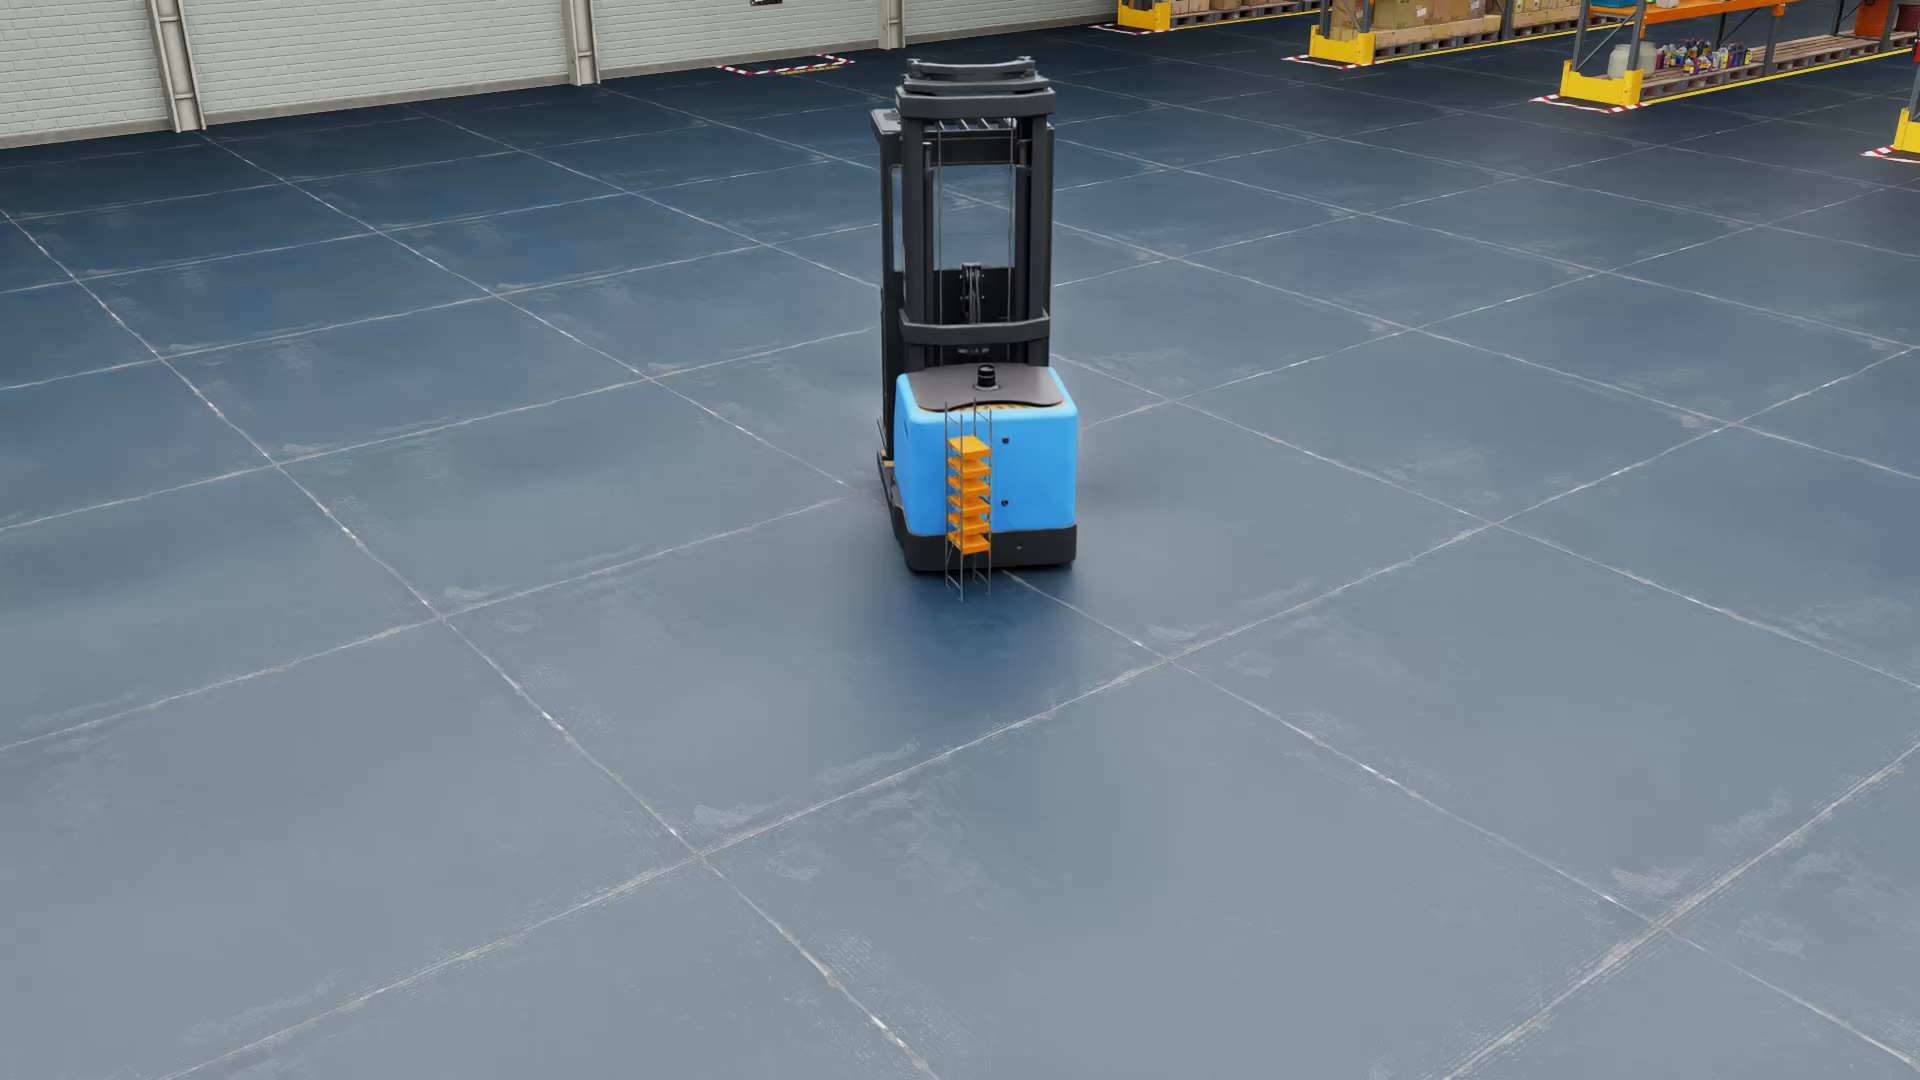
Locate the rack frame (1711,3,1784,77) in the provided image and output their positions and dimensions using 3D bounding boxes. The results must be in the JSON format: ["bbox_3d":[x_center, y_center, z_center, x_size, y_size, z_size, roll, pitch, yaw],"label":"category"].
[{"bbox_3d":[12.740,-9.008,26.596,0.127,3.000,1.000,-18,31,-34],"label":"rack frame"}]

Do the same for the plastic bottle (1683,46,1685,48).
[{"bbox_3d":[11.607,-7.798,26.707,0.097,0.271,0.097,0,25,0],"label":"plastic bottle"}]

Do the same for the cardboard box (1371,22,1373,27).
[{"bbox_3d":[7.164,-8.925,29.185,0.500,0.250,0.500,-18,31,-34],"label":"cardboard box"}]

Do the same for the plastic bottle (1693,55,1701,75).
[{"bbox_3d":[11.400,-7.357,25.742,0.133,0.283,0.061,-18,30,-33],"label":"plastic bottle"}]

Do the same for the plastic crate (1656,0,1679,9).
[{"bbox_3d":[10.495,-7.975,24.684,0.250,0.136,0.298,-18,31,-34],"label":"plastic crate"}]

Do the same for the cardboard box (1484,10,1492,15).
[{"bbox_3d":[9.834,-9.797,31.063,0.500,0.250,0.500,-19,31,-35],"label":"cardboard box"}]

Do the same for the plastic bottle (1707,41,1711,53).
[{"bbox_3d":[12.218,-8.032,27.212,0.097,0.271,0.097,0,25,0],"label":"plastic bottle"}]

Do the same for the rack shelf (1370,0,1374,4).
[{"bbox_3d":[8.112,-9.804,29.166,4.000,0.370,1.077,-18,31,-34],"label":"rack shelf"}]

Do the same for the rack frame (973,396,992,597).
[{"bbox_3d":[0.131,-0.247,9.857,0.006,1.200,0.240,-11,27,-22],"label":"rack frame"}]

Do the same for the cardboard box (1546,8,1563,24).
[{"bbox_3d":[10.965,-9.883,31.250,0.500,0.250,0.500,-19,31,-36],"label":"cardboard box"}]

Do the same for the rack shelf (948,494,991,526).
[{"bbox_3d":[0.047,-0.191,9.842,0.180,0.103,0.258,-11,27,-22],"label":"rack shelf"}]

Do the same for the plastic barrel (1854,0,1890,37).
[{"bbox_3d":[16.262,-9.386,29.489,0.708,0.830,0.600,-18,31,-34],"label":"plastic barrel"}]

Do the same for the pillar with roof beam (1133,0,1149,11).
[{"bbox_3d":[6.152,-13.014,28.102,0.400,9.000,9.100,-18,31,-34],"label":"pillar with roof beam"}]

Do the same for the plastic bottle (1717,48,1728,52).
[{"bbox_3d":[12.149,-7.702,26.495,0.135,0.276,0.152,-18,31,-34],"label":"plastic bottle"}]

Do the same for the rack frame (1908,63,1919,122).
[{"bbox_3d":[12.648,-6.328,20.822,0.127,3.000,1.000,-18,31,-34],"label":"rack frame"}]

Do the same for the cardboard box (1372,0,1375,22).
[{"bbox_3d":[7.555,-9.397,29.310,0.500,0.500,0.500,-18,31,-34],"label":"cardboard box"}]

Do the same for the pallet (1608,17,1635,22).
[{"bbox_3d":[13.445,-10.605,33.351,1.213,0.211,1.003,-18,31,-34],"label":"pallet"}]

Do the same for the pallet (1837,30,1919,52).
[{"bbox_3d":[16.482,-9.001,29.893,1.213,0.211,1.003,-18,31,-34],"label":"pallet"}]

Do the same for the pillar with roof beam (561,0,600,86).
[{"bbox_3d":[-3.291,-9.897,21.386,0.400,9.000,9.100,-18,31,-34],"label":"pillar with roof beam"}]

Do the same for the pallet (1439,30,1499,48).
[{"bbox_3d":[9.034,-9.192,30.306,1.213,0.211,1.003,-18,31,-34],"label":"pallet"}]

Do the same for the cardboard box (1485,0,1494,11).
[{"bbox_3d":[9.828,-10.048,30.937,0.500,0.311,0.500,-18,31,-34],"label":"cardboard box"}]

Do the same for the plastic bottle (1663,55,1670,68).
[{"bbox_3d":[11.183,-7.577,26.315,0.097,0.201,0.097,0,25,0],"label":"plastic bottle"}]

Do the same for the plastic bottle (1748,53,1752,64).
[{"bbox_3d":[12.647,-7.741,26.667,0.097,0.201,0.097,0,25,0],"label":"plastic bottle"}]

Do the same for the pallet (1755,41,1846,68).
[{"bbox_3d":[14.294,-8.278,28.337,1.213,0.211,1.003,-18,31,-34],"label":"pallet"}]

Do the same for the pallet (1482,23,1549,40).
[{"bbox_3d":[10.242,-9.589,31.161,1.213,0.211,1.003,-18,31,-34],"label":"pallet"}]

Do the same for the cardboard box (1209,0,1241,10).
[{"bbox_3d":[5.136,-10.788,32.879,0.500,0.500,0.700,-21,32,-37],"label":"cardboard box"}]

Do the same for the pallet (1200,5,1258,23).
[{"bbox_3d":[5.159,-10.520,33.167,1.213,0.211,1.003,-18,31,-34],"label":"pallet"}]

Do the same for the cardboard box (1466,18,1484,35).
[{"bbox_3d":[9.057,-9.273,29.936,0.500,0.250,0.500,-18,31,-34],"label":"cardboard box"}]

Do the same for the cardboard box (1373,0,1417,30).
[{"bbox_3d":[7.490,-9.090,28.650,0.500,0.500,0.500,-18,31,-34],"label":"cardboard box"}]

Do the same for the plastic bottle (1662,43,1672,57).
[{"bbox_3d":[11.219,-7.726,26.458,0.185,0.351,0.144,-17,30,-32],"label":"plastic bottle"}]

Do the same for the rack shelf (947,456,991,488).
[{"bbox_3d":[0.047,-0.409,9.741,0.180,0.103,0.258,-11,27,-22],"label":"rack shelf"}]

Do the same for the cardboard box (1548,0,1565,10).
[{"bbox_3d":[10.969,-10.135,31.127,0.500,0.311,0.500,-19,31,-36],"label":"cardboard box"}]

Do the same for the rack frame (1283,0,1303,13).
[{"bbox_3d":[6.626,-12.290,33.668,0.127,3.000,1.000,-18,31,-34],"label":"rack frame"}]

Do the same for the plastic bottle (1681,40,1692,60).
[{"bbox_3d":[11.700,-7.885,26.800,0.185,0.351,0.144,-20,31,-36],"label":"plastic bottle"}]

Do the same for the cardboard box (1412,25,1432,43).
[{"bbox_3d":[7.883,-8.880,29.089,0.500,0.250,0.500,-18,31,-34],"label":"cardboard box"}]

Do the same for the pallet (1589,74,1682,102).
[{"bbox_3d":[10.265,-6.948,25.471,1.213,0.211,1.003,-18,31,-34],"label":"pallet"}]

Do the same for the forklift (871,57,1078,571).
[{"bbox_3d":[0.010,-1.728,10.991,1.130,2.935,3.031,-3,25,-7],"label":"forklift"}]

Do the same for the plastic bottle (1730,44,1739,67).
[{"bbox_3d":[12.260,-7.693,26.387,0.185,0.351,0.144,-20,32,-37],"label":"plastic bottle"}]

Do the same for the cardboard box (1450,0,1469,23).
[{"bbox_3d":[8.664,-9.483,29.497,0.500,0.500,0.500,-18,31,-34],"label":"cardboard box"}]

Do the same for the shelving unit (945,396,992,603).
[{"bbox_3d":[0.047,-0.232,9.824,0.189,1.200,0.258,-11,27,-22],"label":"shelving unit"}]

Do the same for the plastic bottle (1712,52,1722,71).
[{"bbox_3d":[11.875,-7.535,26.134,0.135,0.276,0.152,-18,30,-33],"label":"plastic bottle"}]

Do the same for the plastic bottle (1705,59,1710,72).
[{"bbox_3d":[11.637,-7.408,25.949,0.097,0.201,0.097,0,25,0],"label":"plastic bottle"}]

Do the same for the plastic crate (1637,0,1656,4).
[{"bbox_3d":[10.316,-8.297,25.242,0.408,0.251,0.499,-18,31,-34],"label":"plastic crate"}]

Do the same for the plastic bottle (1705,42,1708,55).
[{"bbox_3d":[12.047,-7.910,26.934,0.133,0.283,0.061,-18,31,-34],"label":"plastic bottle"}]

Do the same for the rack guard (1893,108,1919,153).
[{"bbox_3d":[12.708,-5.214,21.391,0.348,0.500,1.175,-18,31,-34],"label":"rack guard"}]
